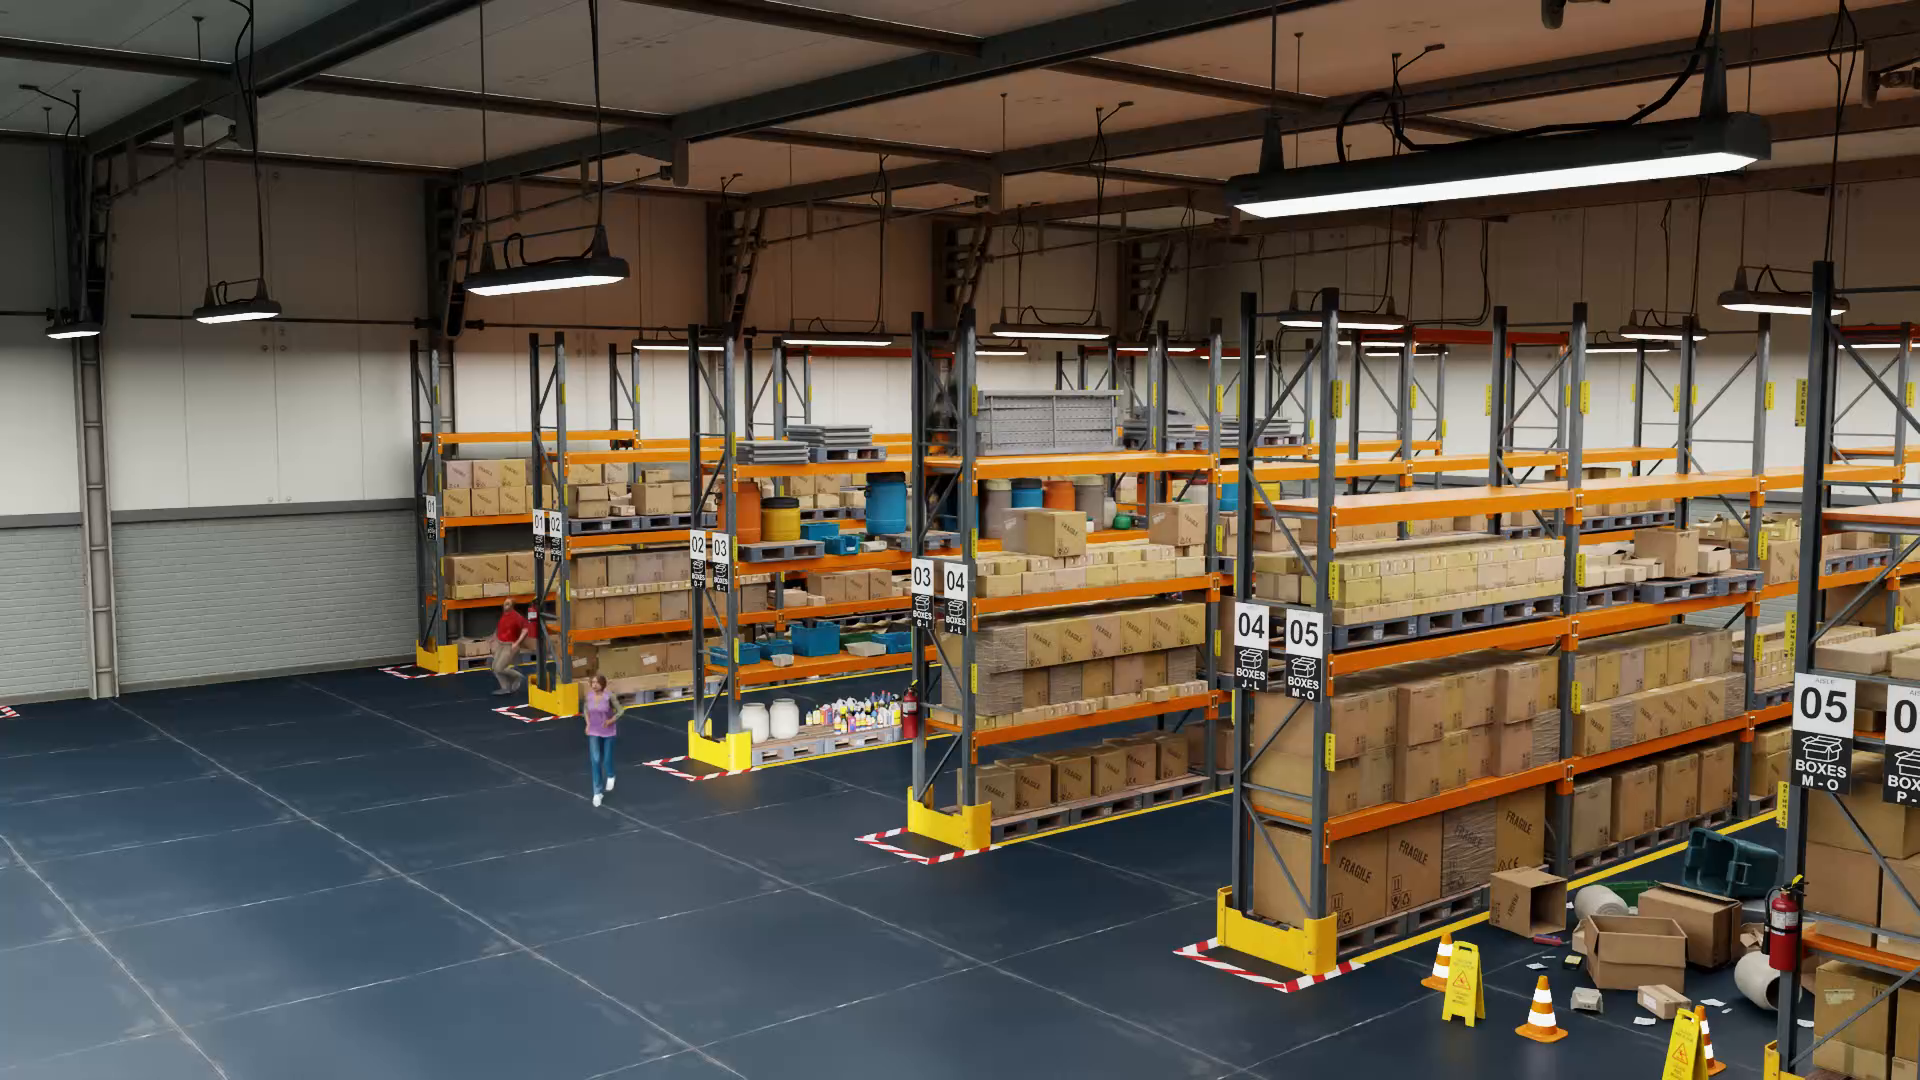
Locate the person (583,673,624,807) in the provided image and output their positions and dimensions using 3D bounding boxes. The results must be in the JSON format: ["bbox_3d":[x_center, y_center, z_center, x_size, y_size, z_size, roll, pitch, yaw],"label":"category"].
[{"bbox_3d":[-4.448,2.449,20.772,0.538,1.621,0.755,0,5,1],"label":"person"}]

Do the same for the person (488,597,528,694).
[{"bbox_3d":[-7.533,1.778,27.675,0.719,1.662,0.518,5,7,44],"label":"person"}]
